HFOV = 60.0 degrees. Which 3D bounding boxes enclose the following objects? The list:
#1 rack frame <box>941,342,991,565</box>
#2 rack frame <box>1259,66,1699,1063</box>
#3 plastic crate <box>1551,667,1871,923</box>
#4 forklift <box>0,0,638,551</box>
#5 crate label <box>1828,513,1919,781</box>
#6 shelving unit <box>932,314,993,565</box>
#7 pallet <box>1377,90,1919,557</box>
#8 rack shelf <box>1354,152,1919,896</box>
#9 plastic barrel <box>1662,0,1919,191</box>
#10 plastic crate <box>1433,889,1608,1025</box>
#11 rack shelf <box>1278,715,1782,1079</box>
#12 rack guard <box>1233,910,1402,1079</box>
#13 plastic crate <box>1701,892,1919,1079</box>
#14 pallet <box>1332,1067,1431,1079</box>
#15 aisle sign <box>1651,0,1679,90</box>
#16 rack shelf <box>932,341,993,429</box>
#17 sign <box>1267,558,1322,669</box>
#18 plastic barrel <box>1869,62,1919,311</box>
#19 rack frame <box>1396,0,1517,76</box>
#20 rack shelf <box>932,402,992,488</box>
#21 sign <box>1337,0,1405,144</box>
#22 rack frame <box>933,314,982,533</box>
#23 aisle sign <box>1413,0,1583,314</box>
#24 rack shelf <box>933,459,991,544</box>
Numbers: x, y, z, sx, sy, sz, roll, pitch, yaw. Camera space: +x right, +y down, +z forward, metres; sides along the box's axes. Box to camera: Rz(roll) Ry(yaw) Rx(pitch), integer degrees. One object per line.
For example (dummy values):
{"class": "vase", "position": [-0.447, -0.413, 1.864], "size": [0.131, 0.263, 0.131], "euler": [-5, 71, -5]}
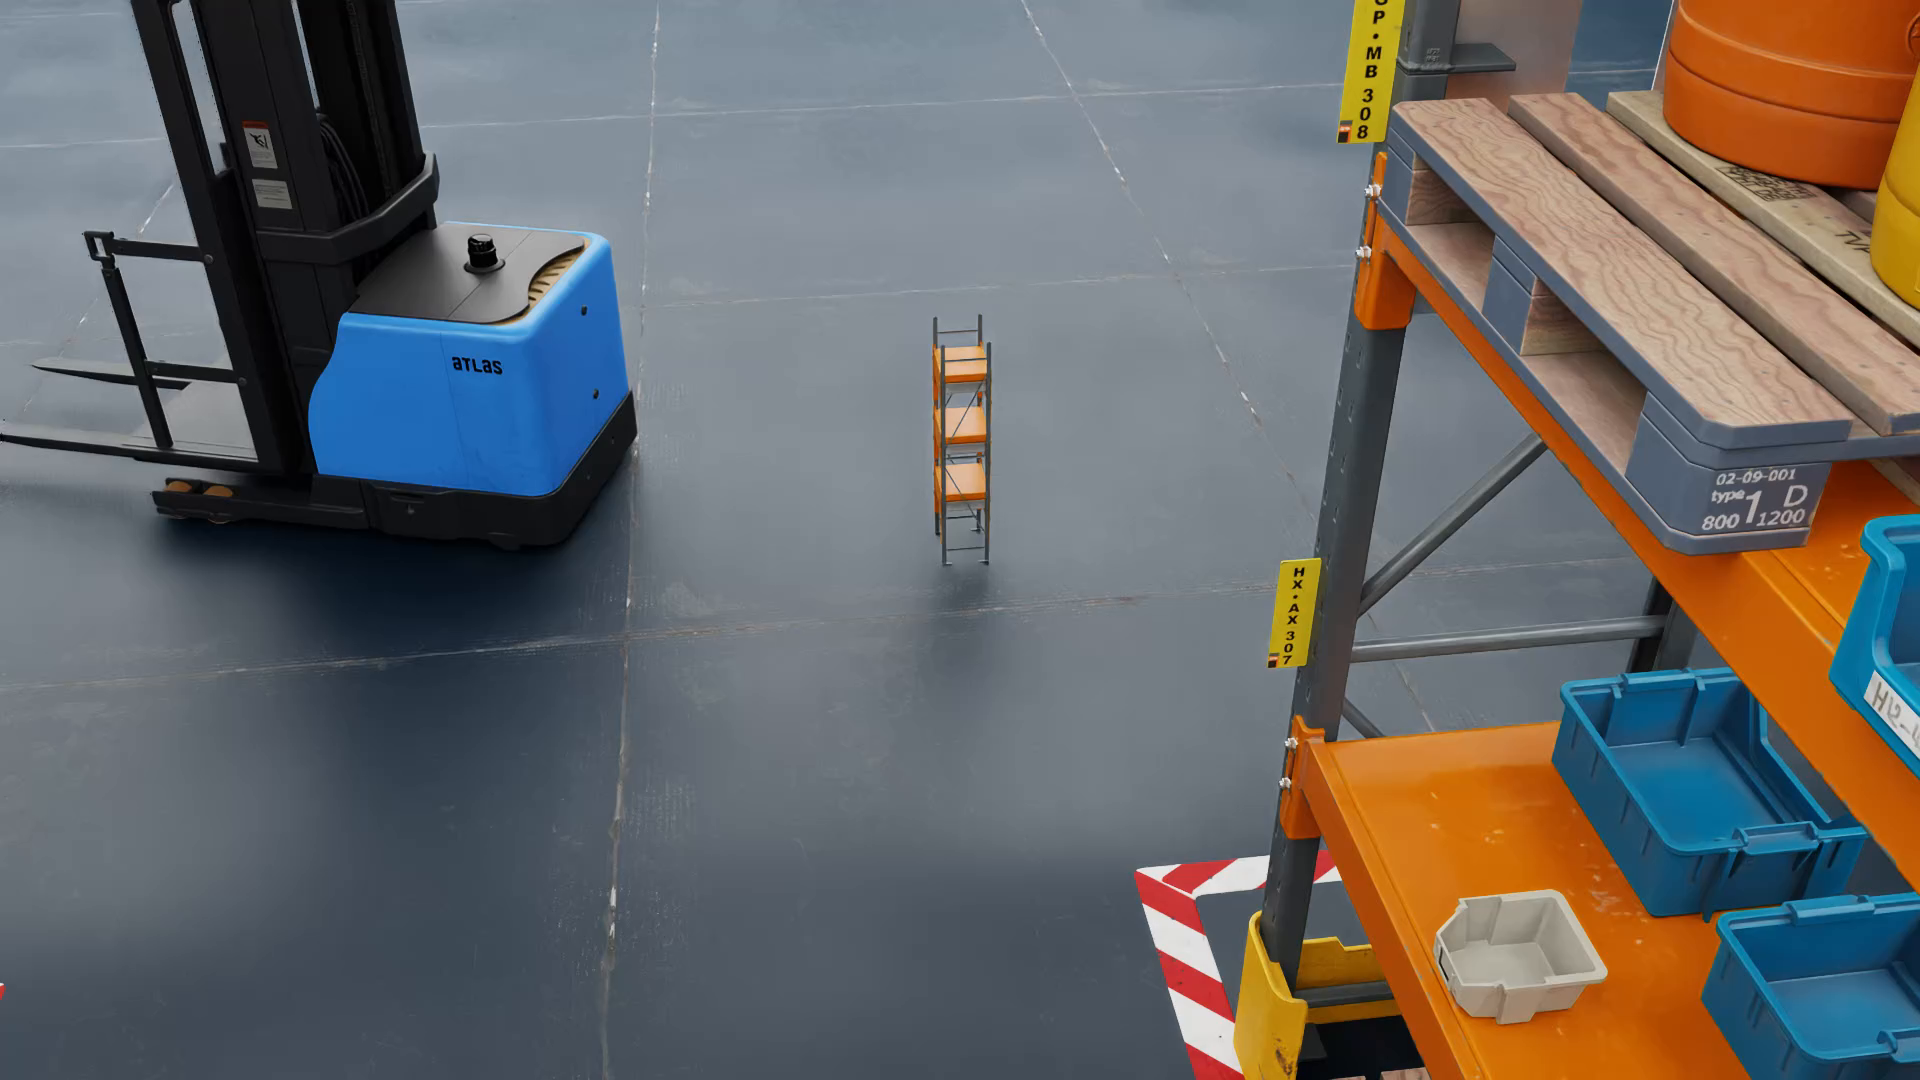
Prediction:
{"class": "rack frame", "position": [0.024, -0.336, 6.811], "size": [0.200, 1.050, 0.008], "euler": [-4, 35, -6]}
{"class": "rack frame", "position": [1.363, 0.258, 4.209], "size": [1.000, 3.000, 0.127], "euler": [-4, 35, -6]}
{"class": "plastic crate", "position": [1.727, 0.576, 3.874], "size": [0.499, 0.251, 0.616], "euler": [-4, 35, -6]}
{"class": "forklift", "position": [-3.092, -1.567, 6.947], "size": [3.031, 2.935, 1.130], "euler": [6, 35, 9]}
{"class": "crate label", "position": [1.288, 0.149, 1.836], "size": [0.502, 0.251, 0.408], "euler": [-4, 35, -6]}
{"class": "shelving unit", "position": [0.007, -0.404, 6.911], "size": [0.215, 1.050, 0.252], "euler": [-4, 35, -6]}
{"class": "pallet", "position": [1.378, -0.435, 2.729], "size": [1.003, 0.211, 1.213], "euler": [-4, 35, -6]}
{"class": "rack shelf", "position": [1.632, 0.431, 1.929], "size": [1.077, 0.370, 4.000], "euler": [-4, 35, -6]}
{"class": "plastic barrel", "position": [1.555, -1.071, 2.741], "size": [0.600, 0.830, 0.708], "euler": [-4, 35, -6]}
{"class": "plastic crate", "position": [1.165, 0.890, 3.514], "size": [0.298, 0.136, 0.250], "euler": [-4, 35, -6]}
{"class": "rack shelf", "position": [1.632, 1.671, 2.773], "size": [1.077, 0.370, 4.000], "euler": [-4, 35, -6]}
{"class": "rack guard", "position": [1.420, 1.329, 4.855], "size": [1.175, 0.500, 0.348], "euler": [-4, 35, -6]}
{"class": "plastic crate", "position": [1.809, 0.938, 3.341], "size": [0.499, 0.251, 0.408], "euler": [-4, 35, -6]}
{"class": "pallet", "position": [1.524, 1.902, 4.271], "size": [1.003, 0.211, 1.213], "euler": [-4, 35, -6]}
{"class": "aisle sign", "position": [1.648, -0.879, 3.568], "size": [0.394, 0.787, 0.004], "euler": [-4, 35, -6]}
{"class": "rack shelf", "position": [0.007, -0.630, 6.757], "size": [0.215, 0.259, 0.240], "euler": [-4, 35, -6]}
{"class": "sign", "position": [0.818, 0.182, 4.073], "size": [0.100, 0.325, 0.005], "euler": [-4, 35, -6]}
{"class": "plastic barrel", "position": [1.642, -0.607, 2.273], "size": [0.600, 0.588, 0.600], "euler": [0, 34, 0]}
{"class": "rack frame", "position": [1.363, -2.222, 2.519], "size": [1.000, 3.000, 0.127], "euler": [-4, 35, -6]}
{"class": "rack shelf", "position": [0.007, -0.395, 6.916], "size": [0.215, 0.259, 0.240], "euler": [-4, 35, -6]}
{"class": "sign", "position": [0.818, -0.946, 3.304], "size": [0.100, 0.325, 0.005], "euler": [-4, 35, -6]}
{"class": "rack frame", "position": [-0.009, -0.472, 7.010], "size": [0.200, 1.050, 0.008], "euler": [-4, 35, -6]}
{"class": "aisle sign", "position": [1.063, -0.835, 3.503], "size": [0.394, 0.787, 0.004], "euler": [-4, 35, -6]}
{"class": "rack shelf", "position": [0.007, -0.166, 7.073], "size": [0.215, 0.259, 0.240], "euler": [-4, 35, -6]}
